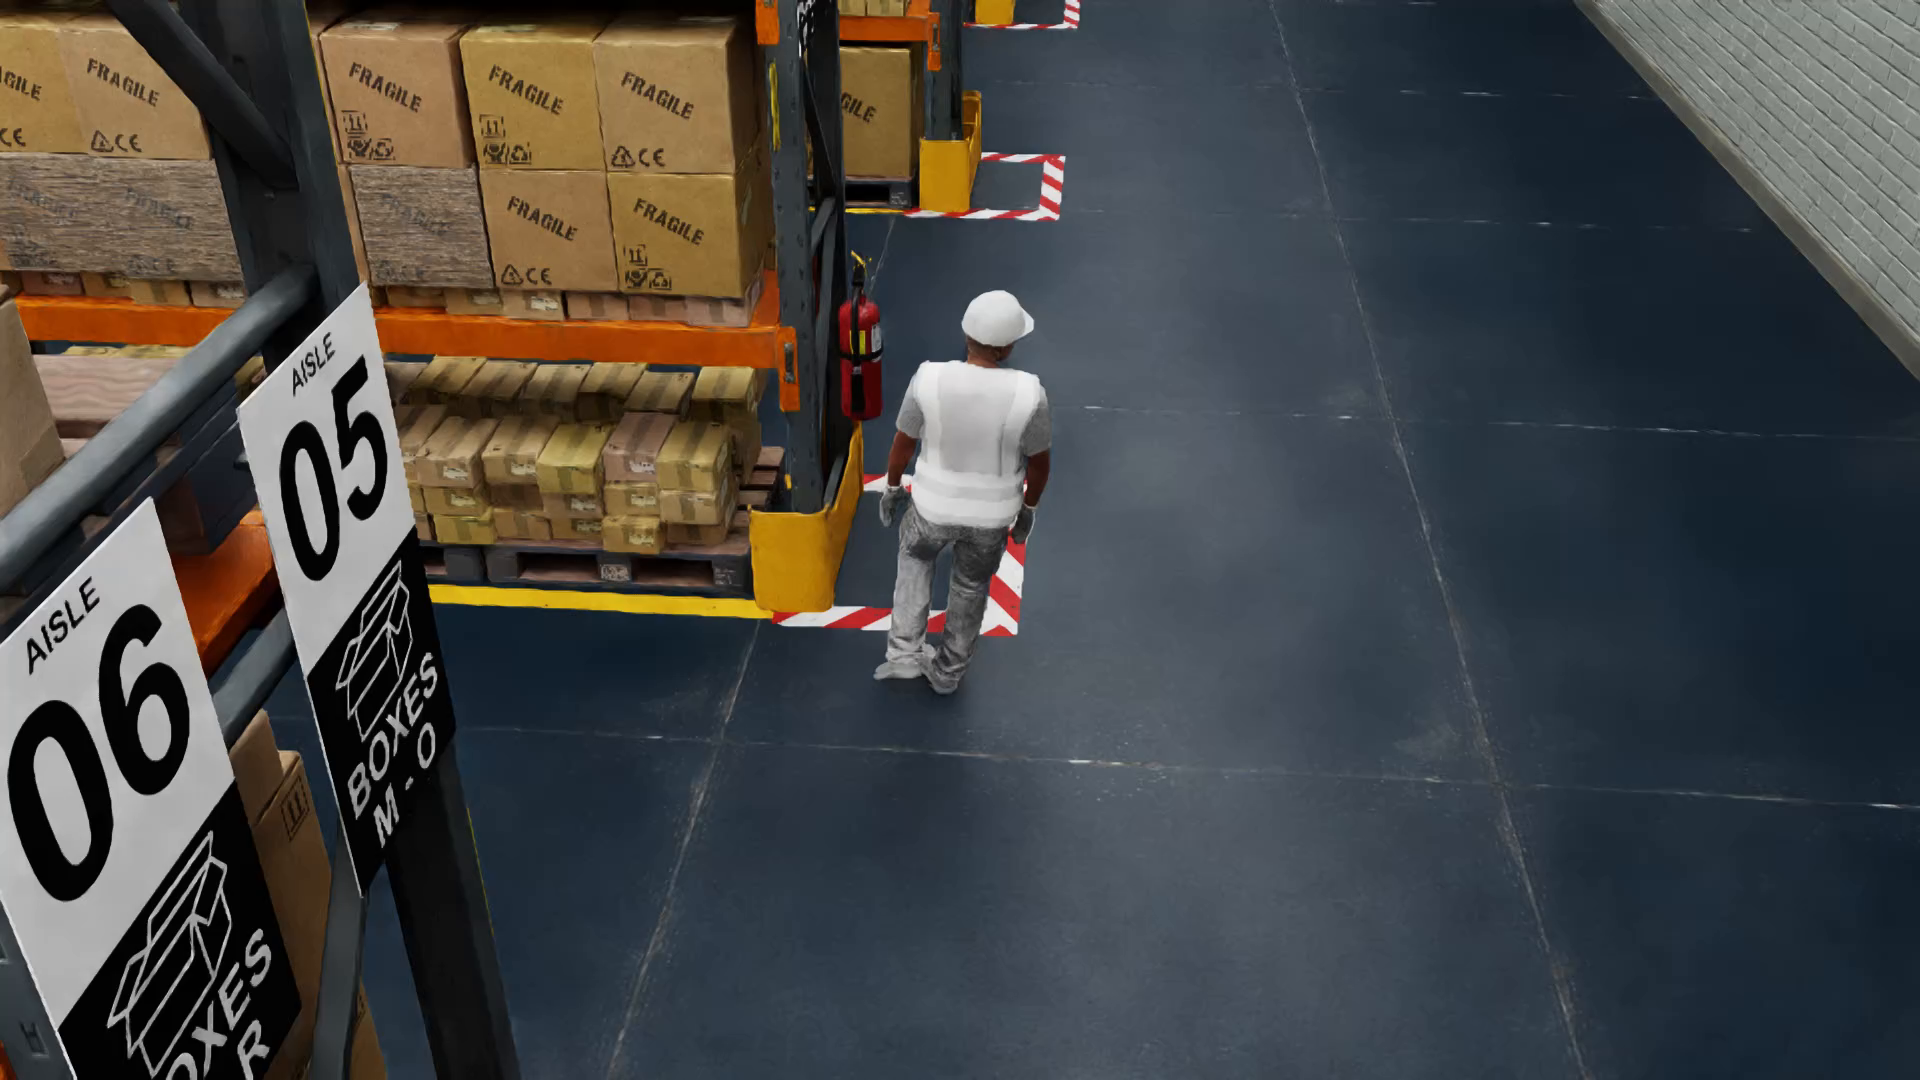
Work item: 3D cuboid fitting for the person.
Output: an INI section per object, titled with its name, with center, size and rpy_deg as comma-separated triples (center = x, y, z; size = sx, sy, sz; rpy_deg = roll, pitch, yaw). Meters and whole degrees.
[person]
center = -0.006, -0.154, 6.383
size = 0.690, 1.772, 0.439
rpy_deg = 0, 32, 0
